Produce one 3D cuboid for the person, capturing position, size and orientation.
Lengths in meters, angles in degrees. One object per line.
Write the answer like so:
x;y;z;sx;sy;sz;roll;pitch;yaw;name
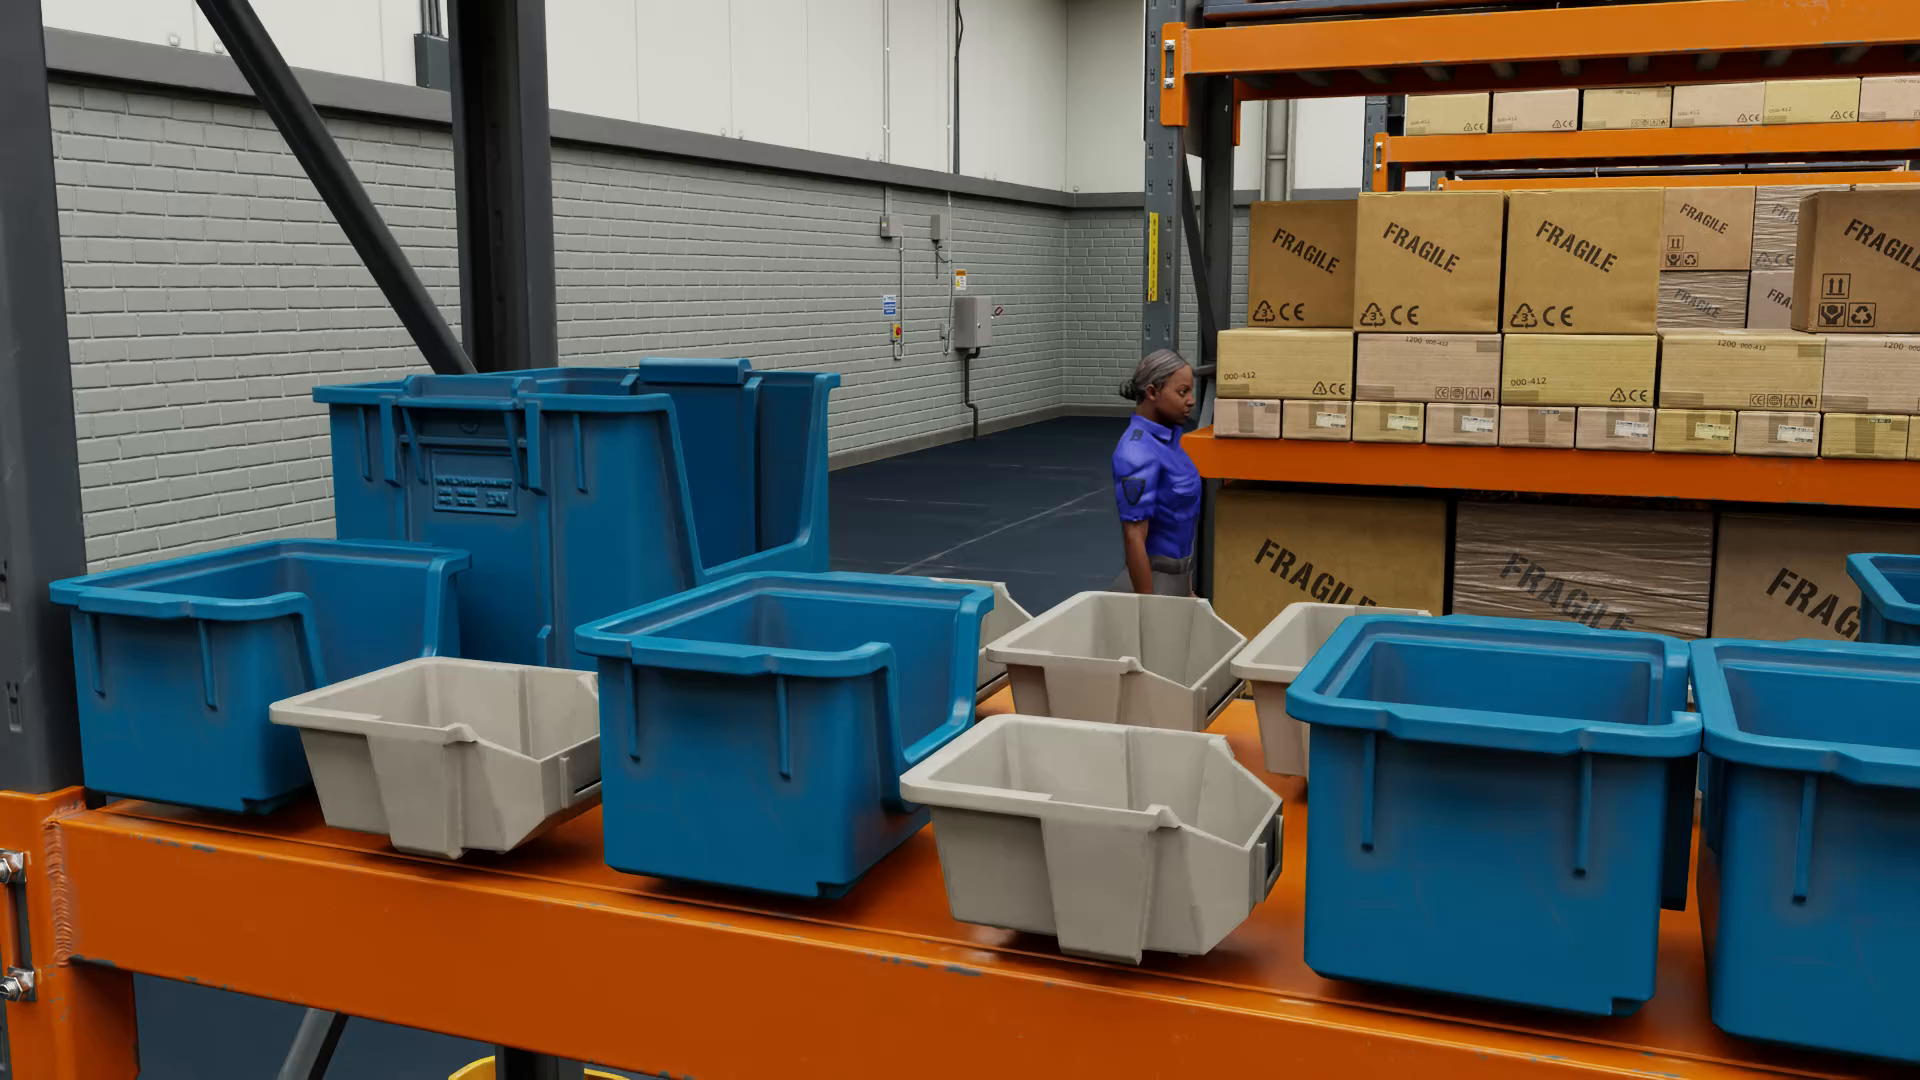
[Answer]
0.646;0.213;5.436;0.465;1.671;0.461;3;9;19;person
